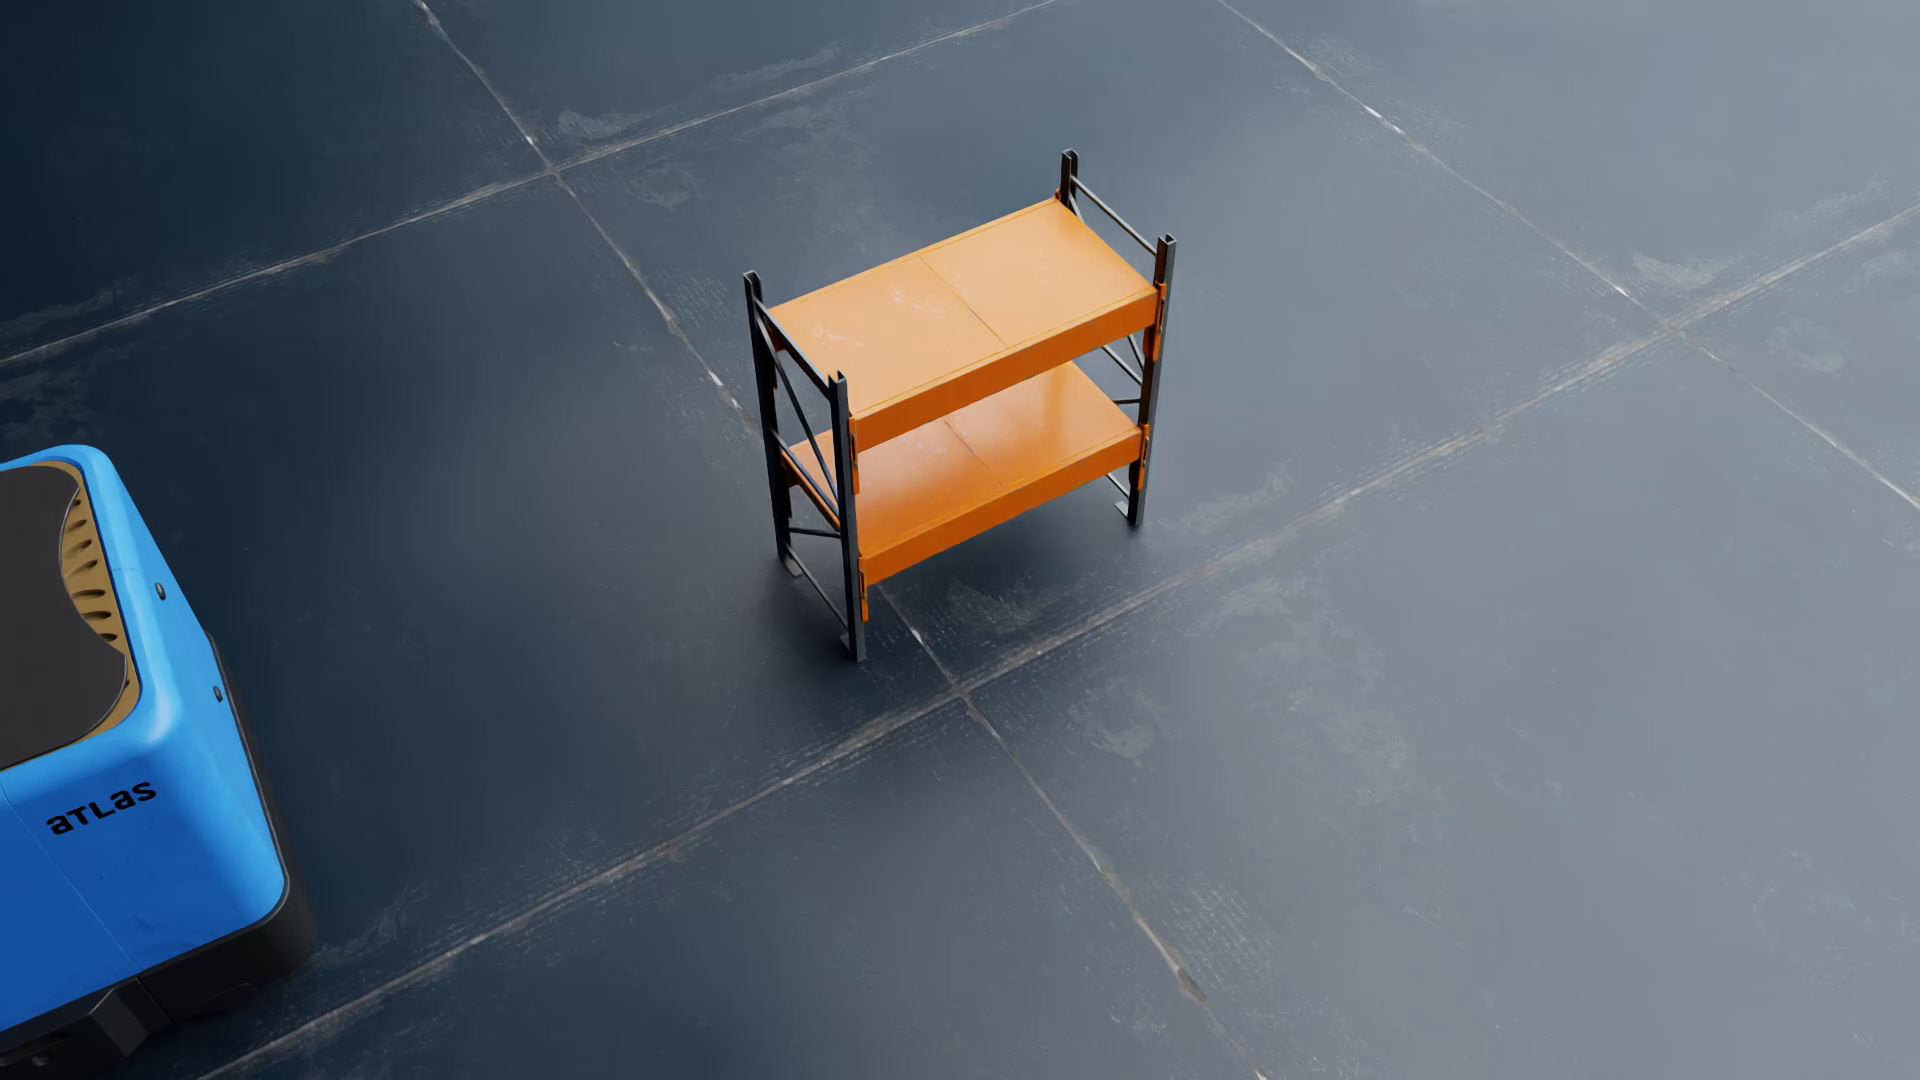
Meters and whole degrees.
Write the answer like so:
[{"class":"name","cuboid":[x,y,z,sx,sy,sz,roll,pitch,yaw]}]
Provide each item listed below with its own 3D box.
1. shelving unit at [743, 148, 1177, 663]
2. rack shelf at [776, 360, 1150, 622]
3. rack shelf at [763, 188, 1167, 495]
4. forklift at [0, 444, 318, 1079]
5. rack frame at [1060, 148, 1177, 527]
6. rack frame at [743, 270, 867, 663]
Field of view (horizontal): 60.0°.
[{"class":"shelving unit","cuboid":[0.006,-0.377,4.832,1.048,1.125,0.538,-25,53,-21]},{"class":"rack shelf","cuboid":[0.006,-0.214,5.015,1.000,0.278,0.538,-25,53,-21]},{"class":"rack shelf","cuboid":[0.006,-0.571,4.614,1.000,0.278,0.538,-25,53,-21]},{"class":"forklift","cuboid":[-3.184,0.328,2.995,3.031,2.935,1.130,-22,52,-19]},{"class":"rack frame","cuboid":[0.436,-0.579,5.013,0.032,1.125,0.500,-25,53,-21]},{"class":"rack frame","cuboid":[-0.424,-0.174,4.652,0.032,1.125,0.500,-25,53,-21]}]
